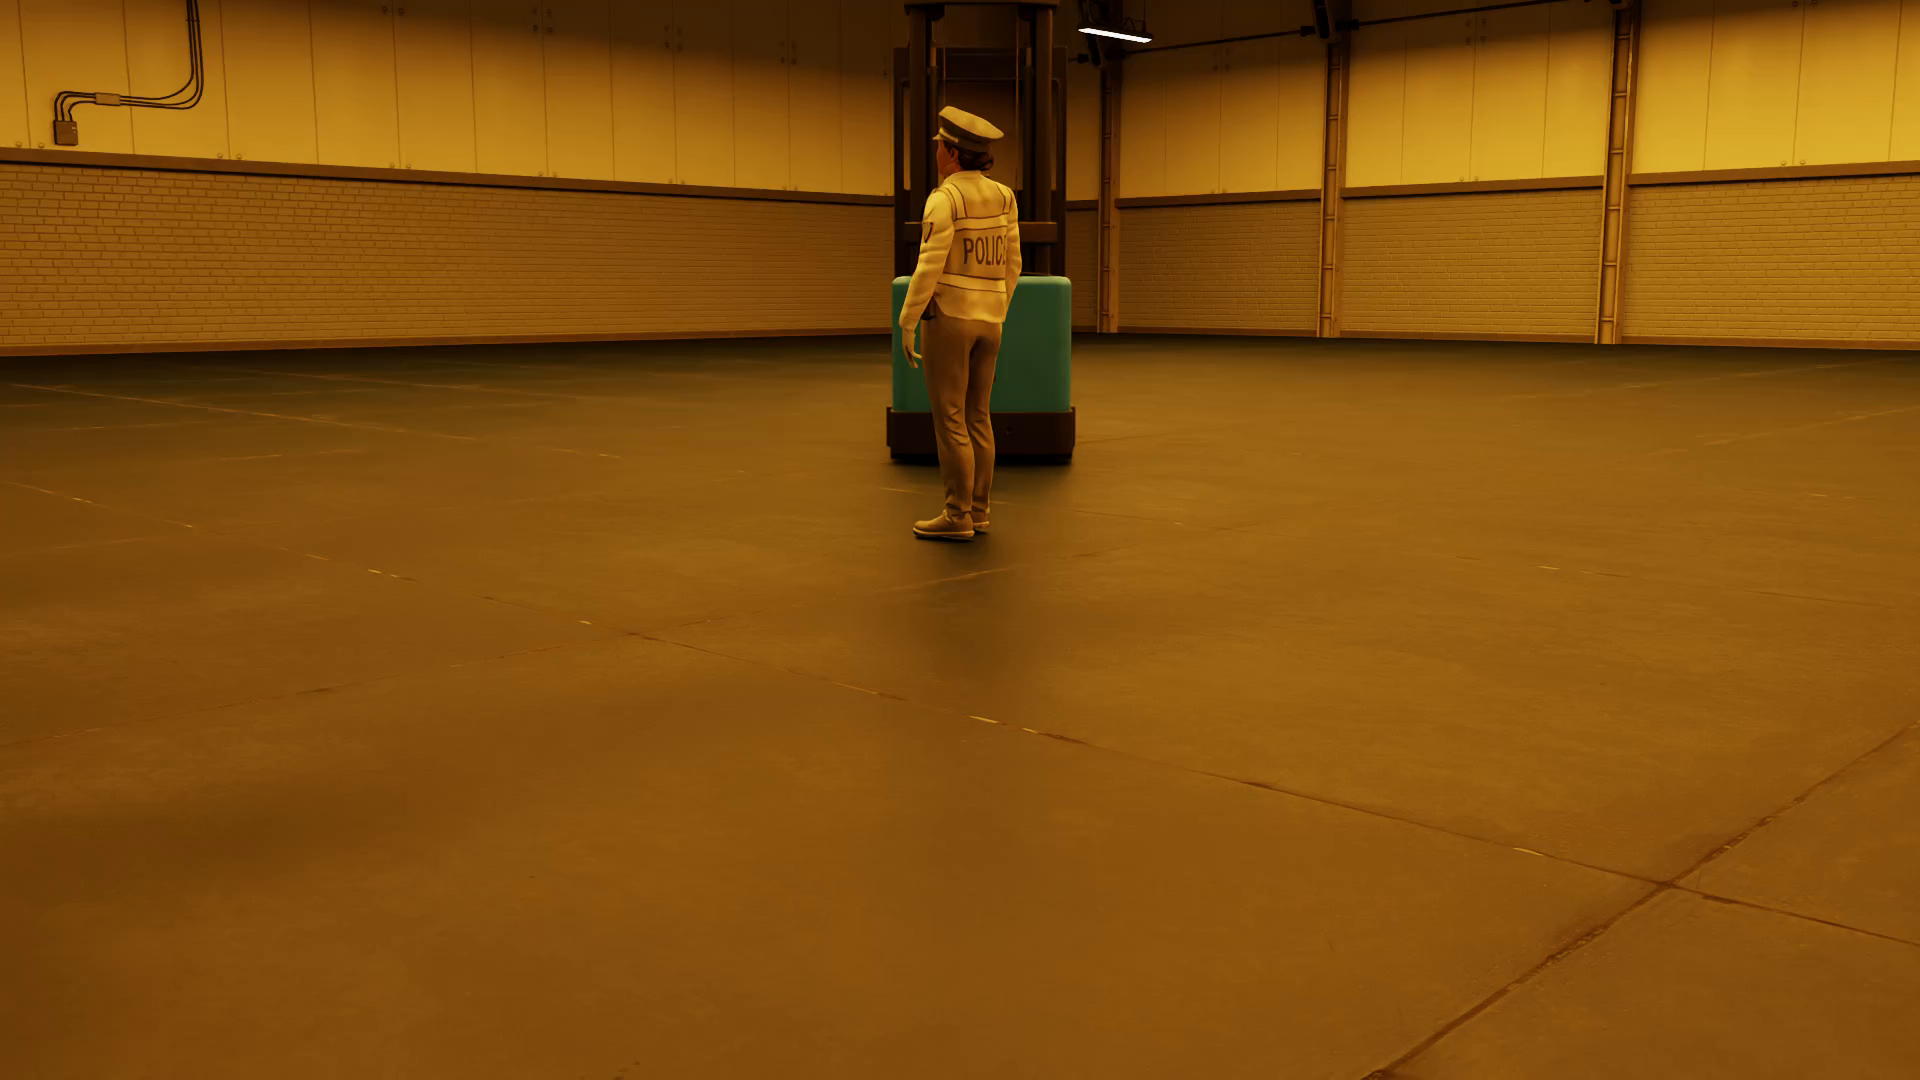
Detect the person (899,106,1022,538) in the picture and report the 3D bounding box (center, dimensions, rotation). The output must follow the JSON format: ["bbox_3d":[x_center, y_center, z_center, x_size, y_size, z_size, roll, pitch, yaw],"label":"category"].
[{"bbox_3d":[-0.044,-0.847,6.642,0.533,1.685,0.588,8,12,43],"label":"person"}]

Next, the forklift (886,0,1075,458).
[{"bbox_3d":[0.127,-2.092,10.765,1.130,2.935,3.031,0,9,0],"label":"forklift"}]
